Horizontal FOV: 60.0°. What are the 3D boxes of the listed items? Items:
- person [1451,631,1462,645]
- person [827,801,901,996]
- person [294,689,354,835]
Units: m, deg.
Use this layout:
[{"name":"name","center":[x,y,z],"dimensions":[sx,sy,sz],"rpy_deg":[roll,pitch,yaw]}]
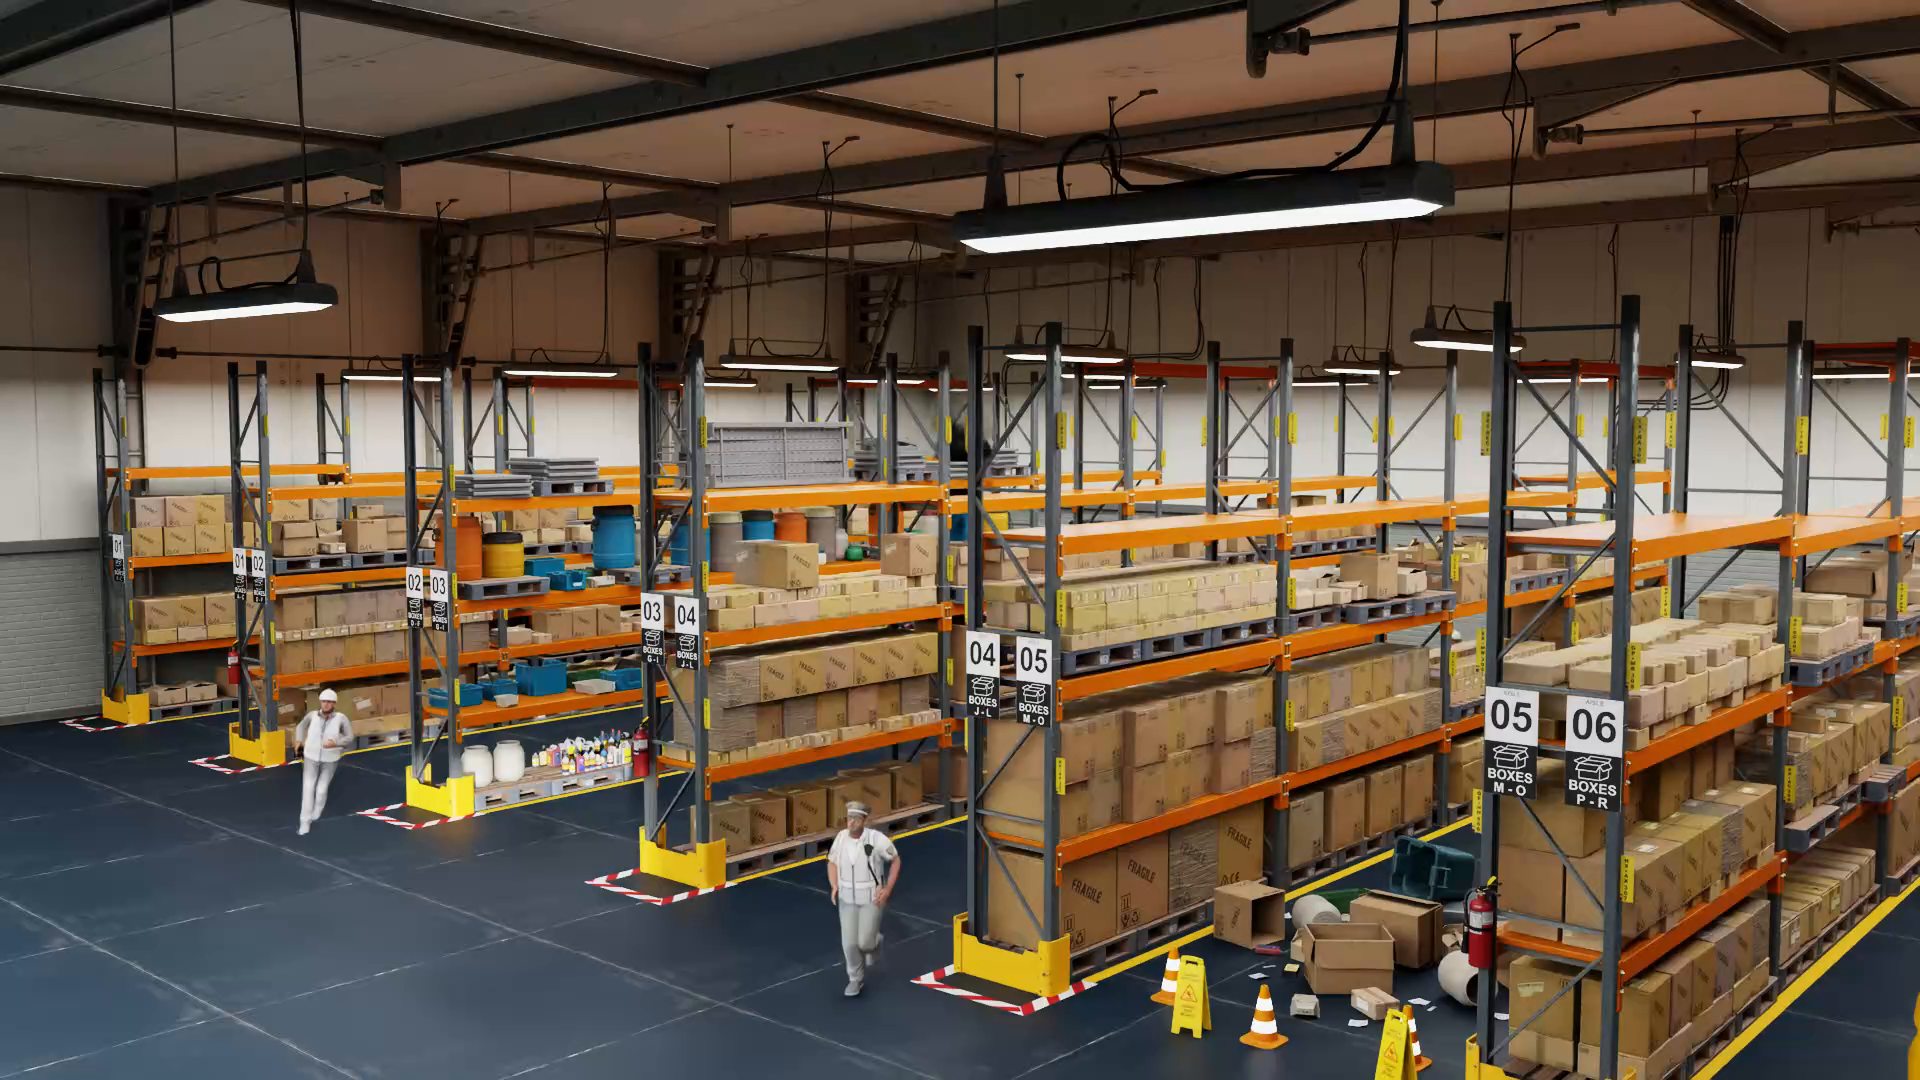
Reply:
[{"name":"person","center":[7.894,2.336,26.410],"dimensions":[0.909,1.794,0.676],"rpy_deg":[-4,6,-40]},{"name":"person","center":[-0.870,3.192,15.001],"dimensions":[0.678,1.754,0.677],"rpy_deg":[1,4,15]},{"name":"person","center":[-8.015,2.752,20.996],"dimensions":[0.708,1.755,0.825],"rpy_deg":[-1,4,-13]}]
